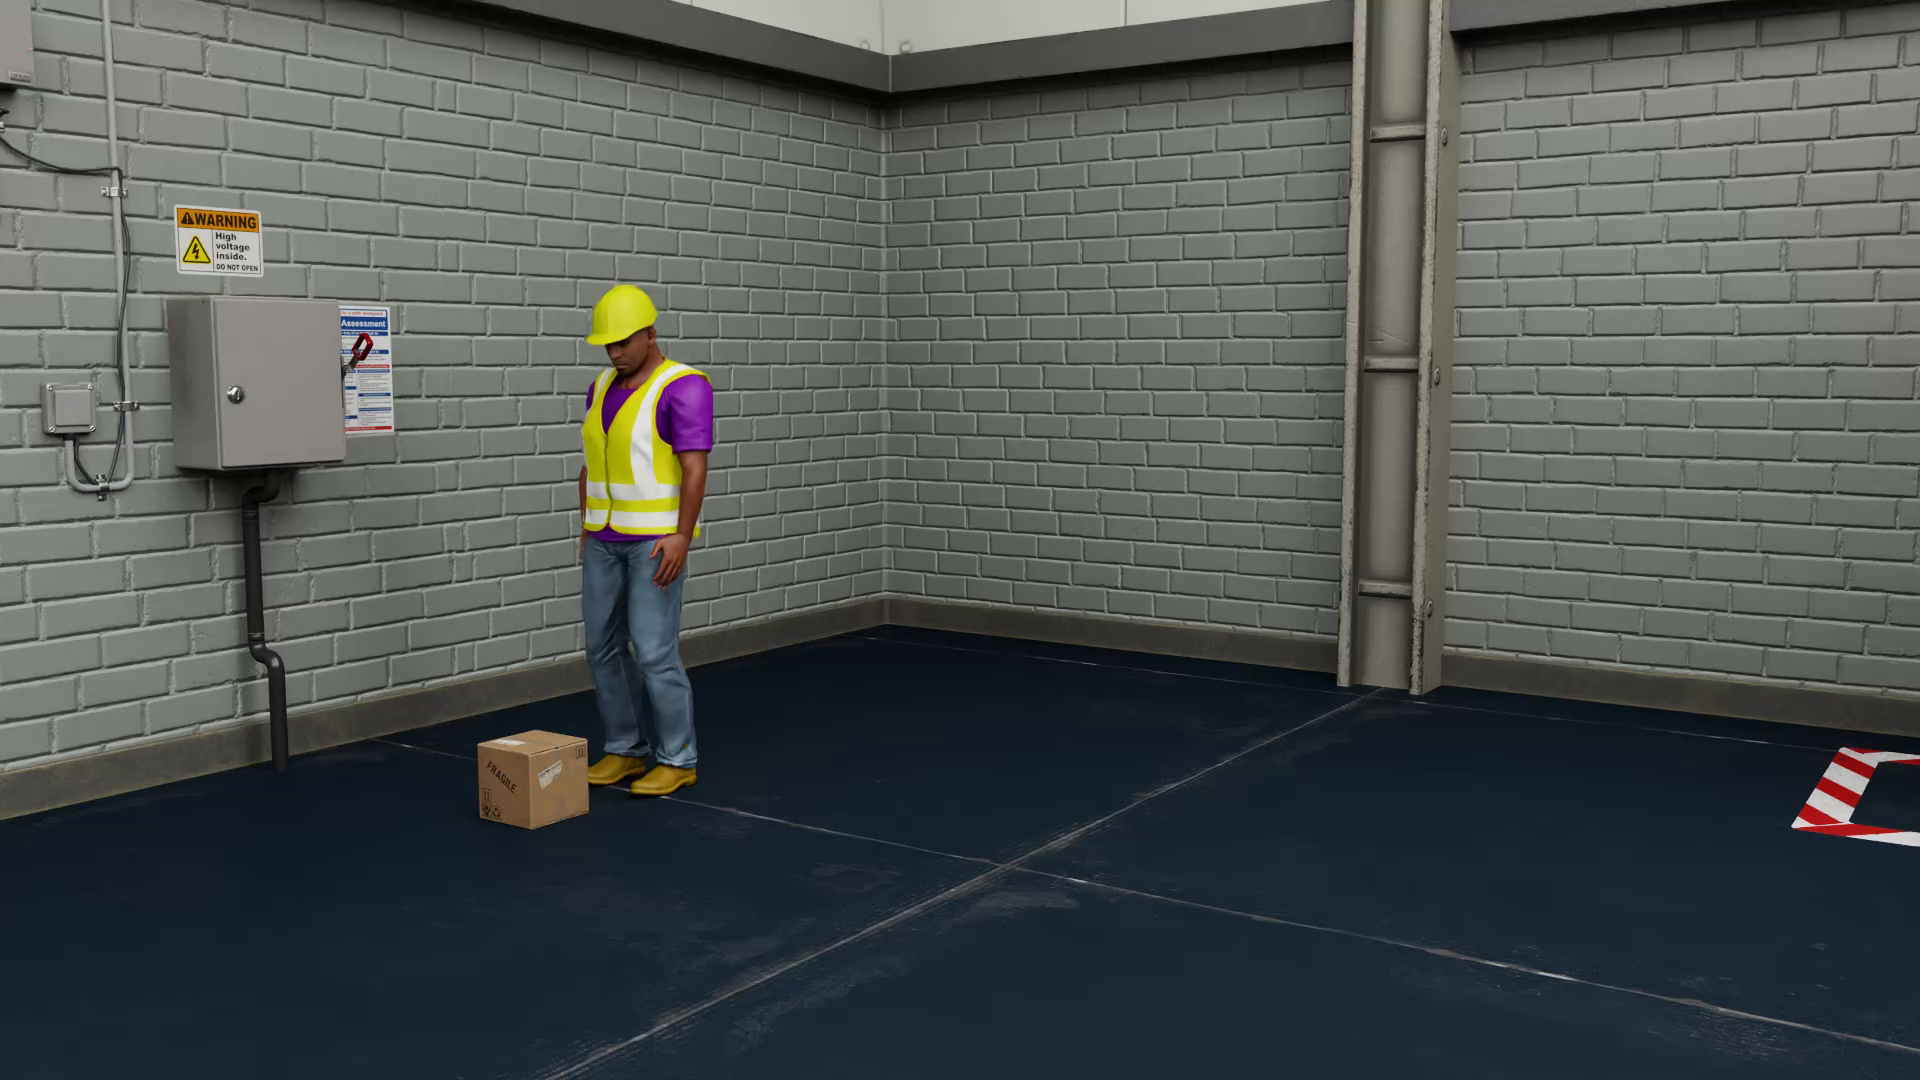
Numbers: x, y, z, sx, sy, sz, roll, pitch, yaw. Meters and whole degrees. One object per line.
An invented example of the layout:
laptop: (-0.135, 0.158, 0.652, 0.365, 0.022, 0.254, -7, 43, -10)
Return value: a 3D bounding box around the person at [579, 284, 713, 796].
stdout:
person: (-1.115, -0.002, 5.773, 0.575, 1.748, 0.390, 4, 8, 35)
